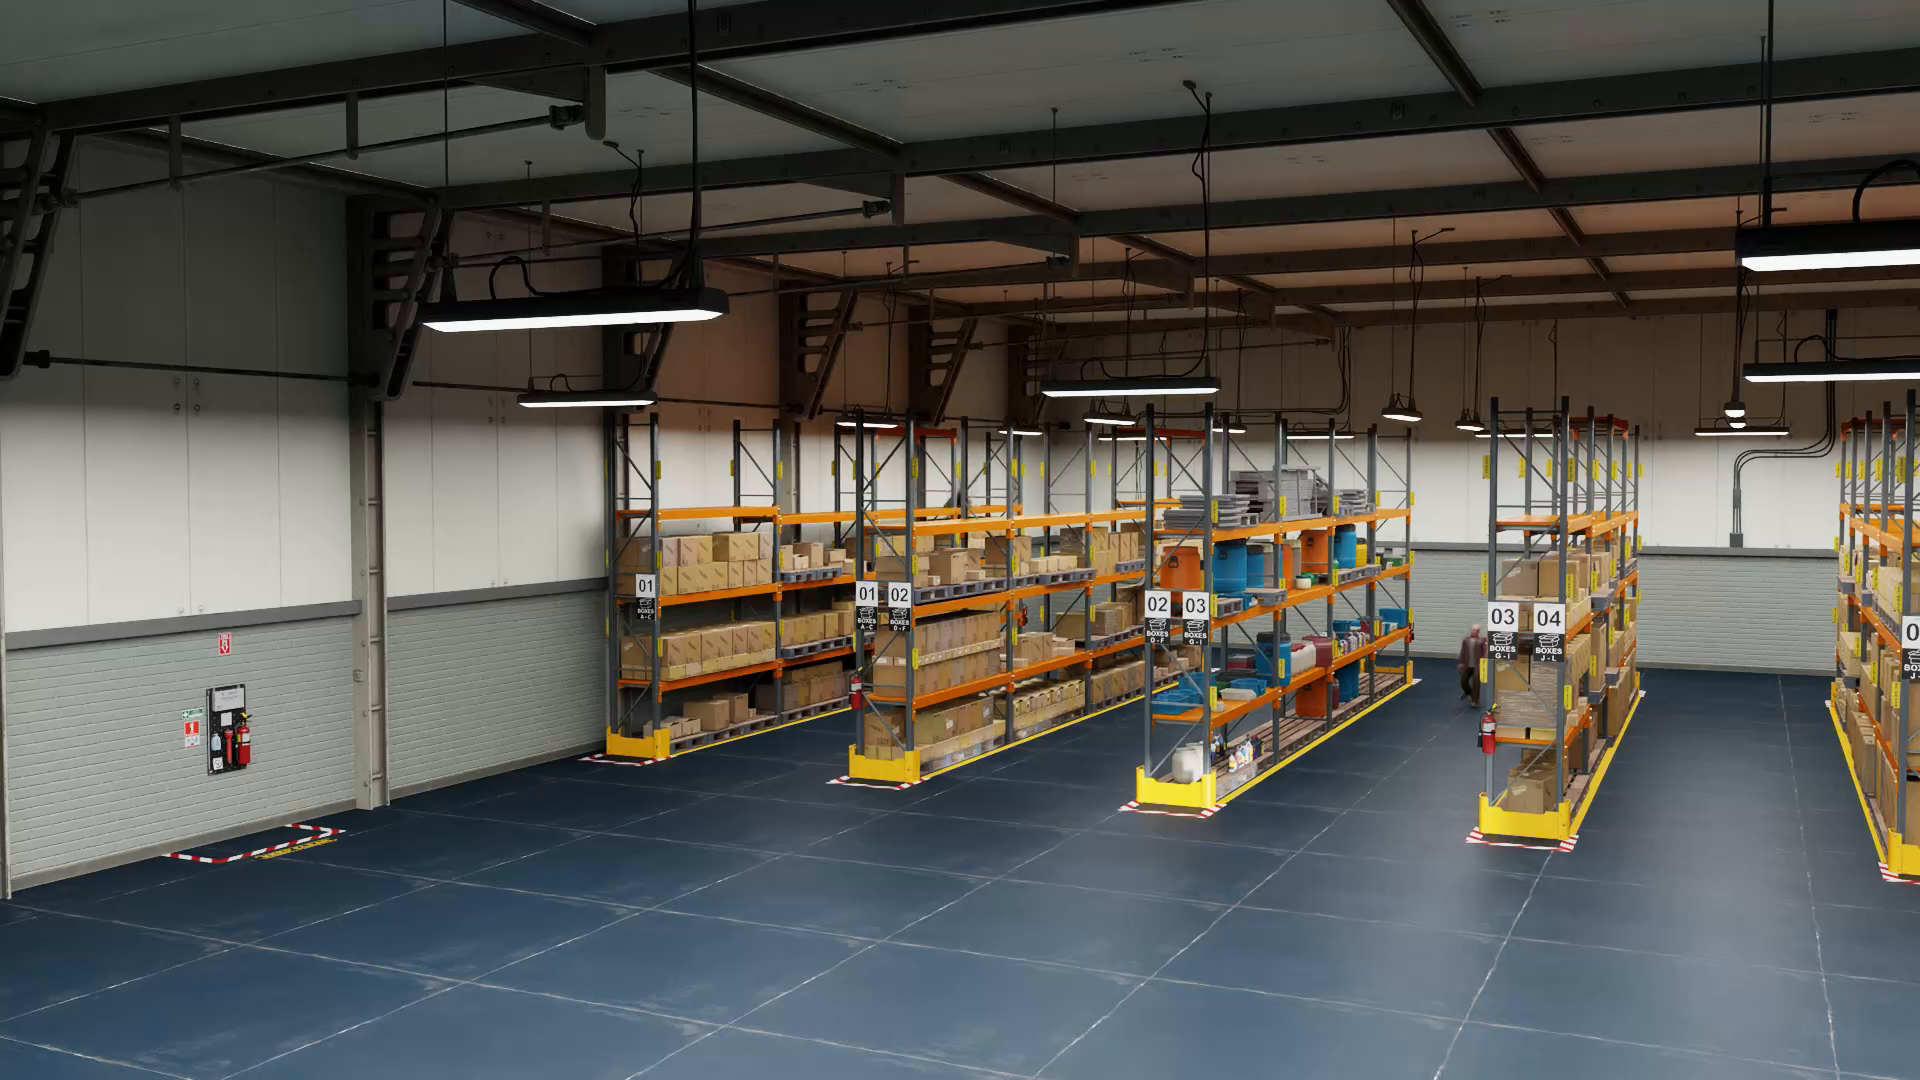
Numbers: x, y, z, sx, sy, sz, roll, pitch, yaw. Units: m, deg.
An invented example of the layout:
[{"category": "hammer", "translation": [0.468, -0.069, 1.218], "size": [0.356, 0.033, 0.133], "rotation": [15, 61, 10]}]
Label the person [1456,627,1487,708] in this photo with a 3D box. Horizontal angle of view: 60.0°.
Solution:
[{"category": "person", "translation": [10.750, 2.675, 34.907], "size": [0.752, 1.712, 0.810], "rotation": [1, 3, 30]}]
